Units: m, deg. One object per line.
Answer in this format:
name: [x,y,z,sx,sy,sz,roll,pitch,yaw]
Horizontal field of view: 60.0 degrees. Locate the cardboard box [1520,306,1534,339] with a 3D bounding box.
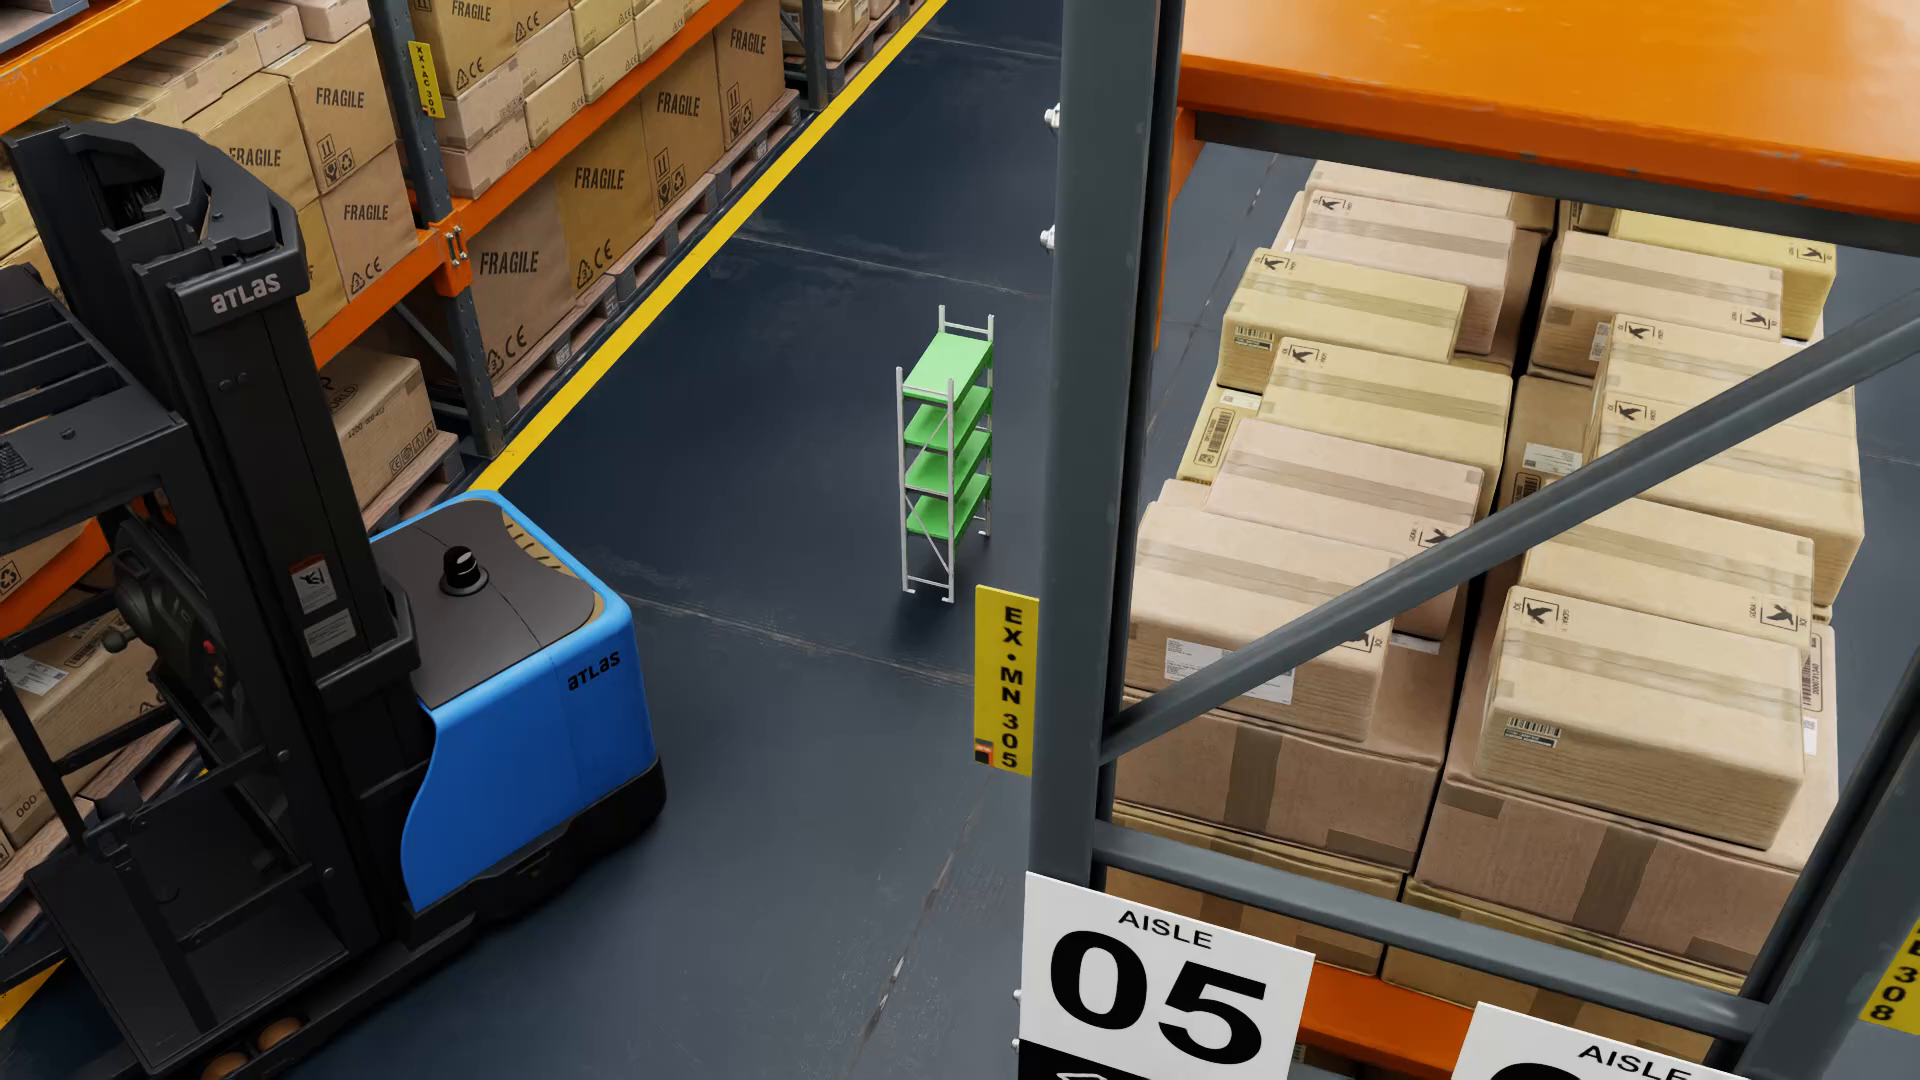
cardboard box: [1.510,-0.446,3.720,0.500,0.250,0.500,13,42,15]

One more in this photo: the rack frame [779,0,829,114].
rack frame: [-1.369,-4.112,10.212,1.000,3.000,0.127,13,42,15]

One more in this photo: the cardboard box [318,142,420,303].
cardboard box: [-2.655,-1.370,6.922,0.500,0.500,0.500,14,42,15]

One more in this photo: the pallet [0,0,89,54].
pallet: [-3.445,-1.541,4.956,1.003,0.211,1.213,13,42,15]

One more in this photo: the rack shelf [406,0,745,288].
rack shelf: [-2.053,-2.618,9.016,1.077,0.370,4.000,13,42,15]

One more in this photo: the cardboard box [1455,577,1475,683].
cardboard box: [1.160,0.183,2.982,0.500,0.250,0.500,15,43,16]

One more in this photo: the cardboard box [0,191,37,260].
cardboard box: [-3.153,-0.989,5.205,0.380,0.149,0.250,12,42,14]

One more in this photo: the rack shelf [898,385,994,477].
rack shelf: [-0.057,-0.489,7.082,0.258,0.148,0.480,13,42,15]

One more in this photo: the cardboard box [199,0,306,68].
cardboard box: [-2.735,-1.942,6.322,0.380,0.149,0.250,14,43,16]

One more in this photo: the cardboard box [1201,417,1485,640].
cardboard box: [0.576,-0.023,2.531,0.380,0.149,0.250,14,42,16]

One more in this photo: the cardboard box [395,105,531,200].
cardboard box: [-2.338,-1.825,7.647,0.500,0.250,0.500,12,42,14]

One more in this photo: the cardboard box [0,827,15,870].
cardboard box: [-3.973,1.158,5.686,0.875,0.438,0.875,12,42,14]

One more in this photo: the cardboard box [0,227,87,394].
cardboard box: [-3.164,-0.817,5.503,0.500,0.500,0.500,13,42,15]

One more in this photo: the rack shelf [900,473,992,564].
rack shelf: [-0.057,-0.124,7.393,0.258,0.148,0.480,13,42,15]

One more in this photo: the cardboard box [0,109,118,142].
cardboard box: [-3.039,-1.313,5.584,0.380,0.149,0.250,12,42,14]

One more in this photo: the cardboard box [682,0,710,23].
cardboard box: [-1.645,-3.070,9.106,0.500,0.250,0.500,13,42,15]

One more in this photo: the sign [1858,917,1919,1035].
sign: [1.092,0.451,1.879,0.100,0.325,0.005,13,42,15]

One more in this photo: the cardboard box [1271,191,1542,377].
cardboard box: [0.852,-0.431,3.317,0.500,0.250,0.500,14,42,16]

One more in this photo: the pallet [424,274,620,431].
pallet: [-2.544,-1.099,8.829,1.003,0.211,1.213,13,42,15]

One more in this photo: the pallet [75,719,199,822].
pallet: [-3.486,0.582,6.859,1.003,0.211,1.213,13,42,15]

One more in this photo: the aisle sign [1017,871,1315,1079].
aisle sign: [0.275,0.794,2.459,0.394,0.787,0.004,13,42,15]

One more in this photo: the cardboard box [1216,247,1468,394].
cardboard box: [0.671,-0.360,2.926,0.380,0.149,0.250,14,42,16]

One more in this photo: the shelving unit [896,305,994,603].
shelving unit: [-0.057,-0.355,7.196,0.258,1.200,0.503,13,42,15]

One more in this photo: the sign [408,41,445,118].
sign: [-2.215,-1.909,6.902,0.100,0.325,0.005,13,42,15]

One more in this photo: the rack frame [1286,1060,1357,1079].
rack frame: [0.582,1.805,3.277,1.000,3.000,0.127,13,42,15]

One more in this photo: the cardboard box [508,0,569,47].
cardboard box: [-2.168,-2.611,7.606,0.500,0.500,0.500,13,42,15]

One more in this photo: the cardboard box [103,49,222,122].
cardboard box: [-2.899,-1.634,5.960,0.380,0.149,0.250,13,42,15]

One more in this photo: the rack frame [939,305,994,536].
rack frame: [0.027,-0.504,7.370,0.240,1.200,0.015,13,42,15]

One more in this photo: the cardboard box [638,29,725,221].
cardboard box: [-1.992,-2.517,9.656,0.875,0.875,0.875,14,42,16]

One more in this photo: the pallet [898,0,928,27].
pallet: [-0.681,-4.269,12.544,1.003,0.211,1.213,13,42,15]

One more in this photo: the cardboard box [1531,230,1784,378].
cardboard box: [1.245,-0.398,2.971,0.380,0.149,0.250,14,43,16]

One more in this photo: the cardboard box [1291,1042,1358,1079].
cardboard box: [0.505,0.939,3.216,0.500,0.500,0.500,12,42,14]

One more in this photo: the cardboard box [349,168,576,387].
cardboard box: [-2.600,-1.419,8.370,0.875,0.875,0.875,15,43,16]

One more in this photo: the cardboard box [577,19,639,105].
cardboard box: [-1.972,-2.450,8.379,0.500,0.250,0.500,13,42,15]

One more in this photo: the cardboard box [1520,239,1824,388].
cardboard box: [1.338,-0.304,3.168,0.500,0.250,0.500,14,42,16]

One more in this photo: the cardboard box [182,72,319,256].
cardboard box: [-2.820,-1.434,6.226,0.500,0.500,0.500,13,42,14]

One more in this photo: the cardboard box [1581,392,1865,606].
cardboard box: [1.172,-0.069,2.586,0.380,0.149,0.250,13,42,15]

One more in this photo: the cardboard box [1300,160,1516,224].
cardboard box: [0.887,-0.663,3.282,0.380,0.149,0.250,14,42,16]

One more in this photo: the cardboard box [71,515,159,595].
cardboard box: [-3.358,0.048,6.987,0.875,0.438,0.875,12,42,14]

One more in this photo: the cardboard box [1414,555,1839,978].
cardboard box: [0.980,0.314,2.443,0.500,0.250,0.500,14,42,16]

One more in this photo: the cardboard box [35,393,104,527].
cardboard box: [-3.177,-0.430,5.819,0.500,0.500,0.500,15,43,17]

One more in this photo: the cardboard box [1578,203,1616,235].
cardboard box: [1.465,-0.709,3.336,0.380,0.149,0.250,15,43,17]

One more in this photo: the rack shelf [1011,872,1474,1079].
rack shelf: [1.266,-0.283,3.967,1.077,0.370,4.000,13,42,15]

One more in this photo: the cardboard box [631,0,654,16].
cardboard box: [-1.801,-2.946,8.576,0.500,0.250,0.500,12,42,14]

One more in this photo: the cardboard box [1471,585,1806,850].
cardboard box: [0.907,0.232,2.233,0.380,0.149,0.250,13,42,15]

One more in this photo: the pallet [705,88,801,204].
pallet: [-1.709,-2.587,10.573,1.003,0.211,1.213,13,42,15]

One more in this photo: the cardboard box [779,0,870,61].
cardboard box: [-1.166,-3.614,11.330,0.950,0.372,0.625,11,42,12]

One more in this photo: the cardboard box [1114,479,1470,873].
cardboard box: [0.500,0.193,2.586,0.500,0.250,0.500,12,42,14]

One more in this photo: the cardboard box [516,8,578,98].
cardboard box: [-2.169,-2.335,7.860,0.500,0.250,0.500,14,42,16]

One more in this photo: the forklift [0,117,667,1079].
forklift: [-2.552,0.365,5.018,3.031,2.935,1.130,-31,49,-31]
